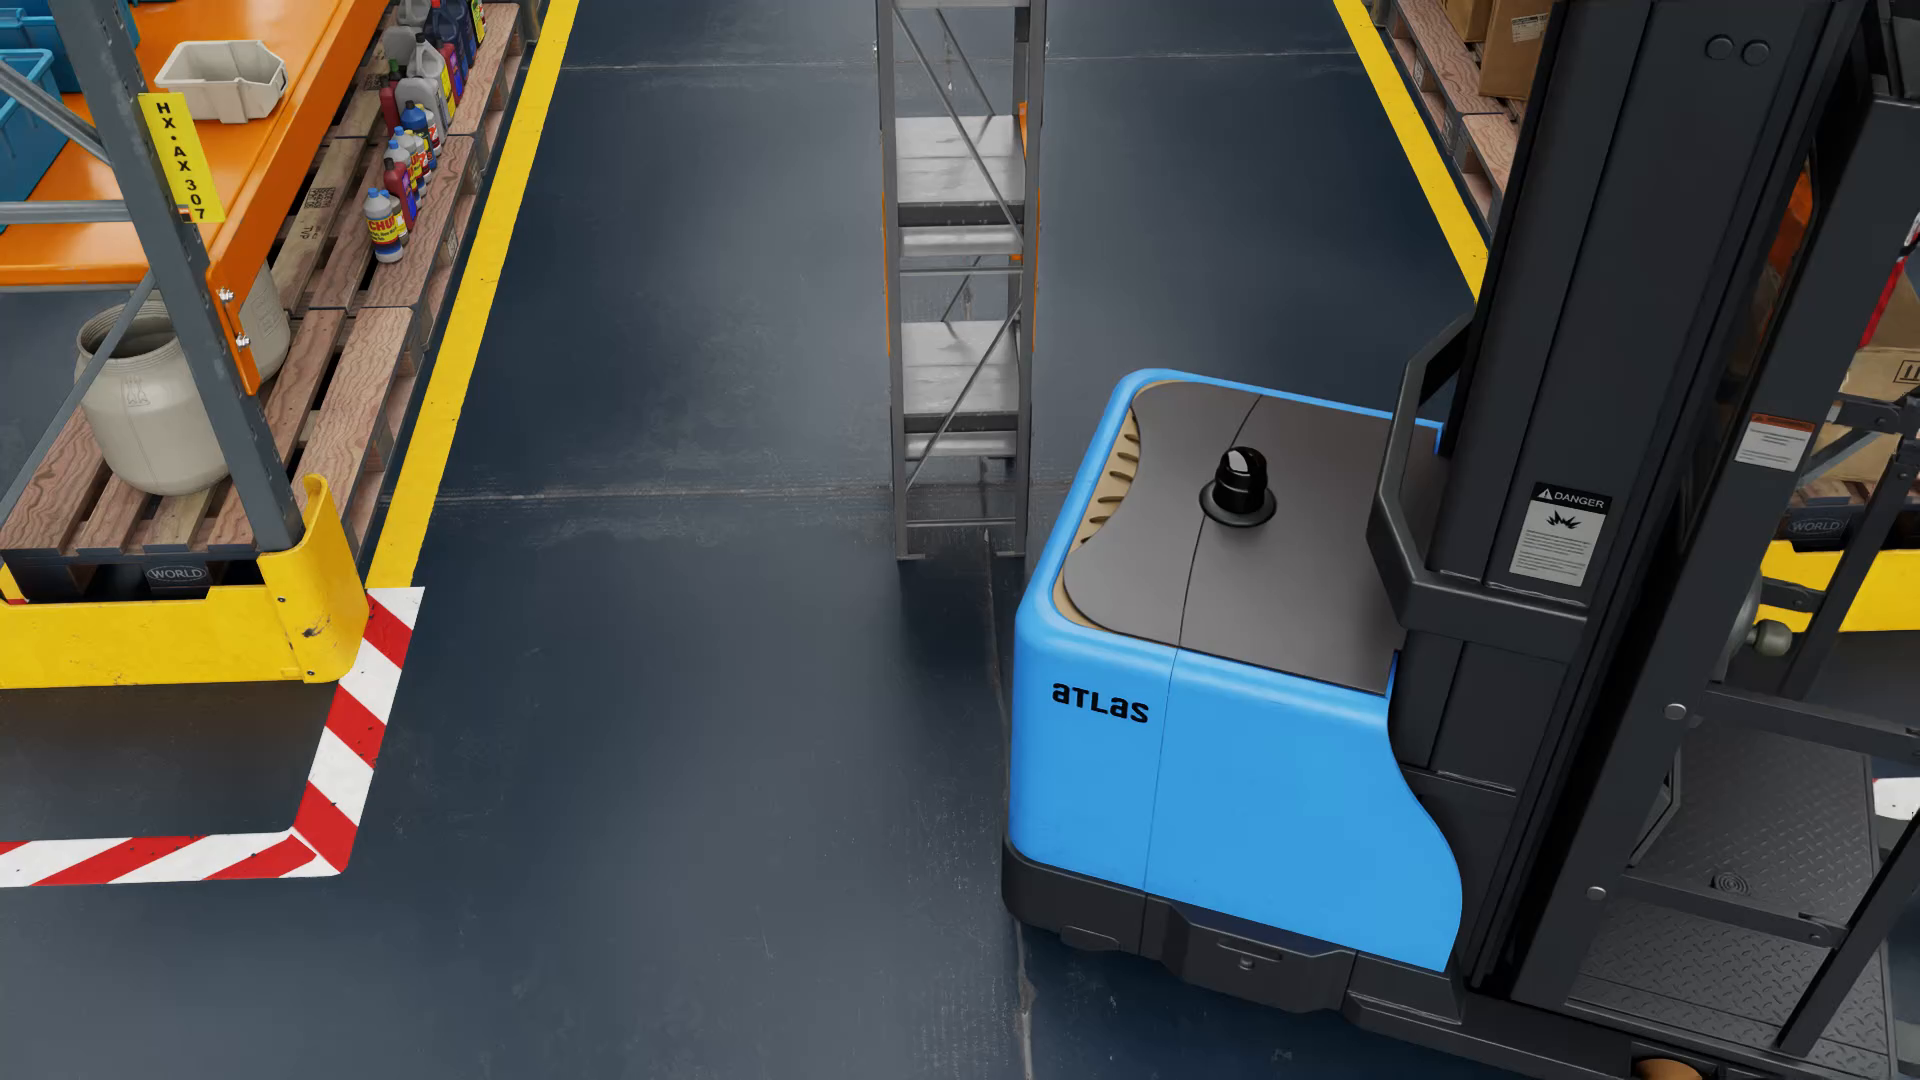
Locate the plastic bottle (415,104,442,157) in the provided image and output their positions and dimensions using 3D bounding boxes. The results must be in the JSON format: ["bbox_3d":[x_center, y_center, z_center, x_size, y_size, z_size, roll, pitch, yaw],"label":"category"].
[{"bbox_3d":[-2.106,-1.615,6.537,0.097,0.201,0.097,0,43,0],"label":"plastic bottle"}]

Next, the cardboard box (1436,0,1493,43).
[{"bbox_3d":[2.447,-2.551,7.353,0.500,0.500,0.500,-3,43,-3],"label":"cardboard box"}]

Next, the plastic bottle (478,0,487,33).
[{"bbox_3d":[-2.152,-2.342,7.330,0.097,0.201,0.097,0,43,0],"label":"plastic bottle"}]

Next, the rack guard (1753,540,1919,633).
[{"bbox_3d":[2.636,-0.019,4.900,1.175,0.500,0.348,-2,43,-2],"label":"rack guard"}]

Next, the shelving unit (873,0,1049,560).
[{"bbox_3d":[-0.007,-0.886,4.662,0.431,2.100,0.503,-2,43,-2],"label":"shelving unit"}]

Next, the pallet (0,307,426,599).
[{"bbox_3d":[-2.388,-0.317,5.440,1.003,0.211,1.213,-2,43,-2],"label":"pallet"}]

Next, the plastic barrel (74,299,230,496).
[{"bbox_3d":[-2.413,-0.426,5.026,0.421,0.512,0.421,0,43,0],"label":"plastic barrel"}]

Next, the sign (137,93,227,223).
[{"bbox_3d":[-1.759,-0.862,3.765,0.100,0.325,0.005,-2,43,-2],"label":"sign"}]

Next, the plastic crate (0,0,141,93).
[{"bbox_3d":[-2.651,-1.460,4.733,0.499,0.251,0.408,-2,43,-2],"label":"plastic crate"}]

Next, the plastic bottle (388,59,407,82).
[{"bbox_3d":[-2.243,-1.813,6.693,0.061,0.283,0.133,-2,43,-2],"label":"plastic bottle"}]

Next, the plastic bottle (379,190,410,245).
[{"bbox_3d":[-2.079,-1.180,6.063,0.097,0.201,0.097,0,43,0],"label":"plastic bottle"}]

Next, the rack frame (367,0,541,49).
[{"bbox_3d":[-2.479,-3.447,6.791,1.000,3.000,0.127,-2,43,-2],"label":"rack frame"}]

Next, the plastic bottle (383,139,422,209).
[{"bbox_3d":[-2.089,-1.367,6.215,0.097,0.271,0.097,0,43,0],"label":"plastic bottle"}]

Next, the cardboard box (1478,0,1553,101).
[{"bbox_3d":[2.479,-2.165,6.931,0.500,0.500,0.500,11,44,12],"label":"cardboard box"}]

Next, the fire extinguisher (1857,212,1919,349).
[{"bbox_3d":[2.184,-0.770,3.927,0.296,0.674,0.183,-2,43,-2],"label":"fire extinguisher"}]

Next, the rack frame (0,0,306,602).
[{"bbox_3d":[-2.309,-0.747,3.845,1.000,3.000,0.127,-2,43,-2],"label":"rack frame"}]

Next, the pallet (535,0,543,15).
[{"bbox_3d":[-2.551,-2.948,8.310,1.003,0.211,1.213,-2,43,-2],"label":"pallet"}]

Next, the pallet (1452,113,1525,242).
[{"bbox_3d":[2.588,-1.283,6.494,1.003,0.211,1.213,-2,43,-2],"label":"pallet"}]

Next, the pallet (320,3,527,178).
[{"bbox_3d":[-2.492,-1.964,7.237,1.003,0.211,1.213,-2,43,-2],"label":"pallet"}]

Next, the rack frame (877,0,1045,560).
[{"bbox_3d":[0.003,-0.721,4.483,0.400,2.100,0.015,-2,43,-2],"label":"rack frame"}]

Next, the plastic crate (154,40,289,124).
[{"bbox_3d":[-2.025,-1.263,4.603,0.298,0.136,0.250,-2,43,-2],"label":"plastic crate"}]

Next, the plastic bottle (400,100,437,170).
[{"bbox_3d":[-2.102,-1.572,6.438,0.097,0.271,0.097,0,43,0],"label":"plastic bottle"}]

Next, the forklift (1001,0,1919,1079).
[{"bbox_3d":[1.677,-0.110,3.200,3.031,2.935,1.130,13,44,14],"label":"forklift"}]

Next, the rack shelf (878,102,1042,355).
[{"bbox_3d":[-0.007,-0.876,4.672,0.431,0.518,0.480,-2,43,-2],"label":"rack shelf"}]

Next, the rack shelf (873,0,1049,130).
[{"bbox_3d":[-0.007,-1.392,4.199,0.431,0.518,0.480,-2,43,-2],"label":"rack shelf"}]

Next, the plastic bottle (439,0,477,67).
[{"bbox_3d":[-2.163,-2.206,7.072,0.144,0.351,0.185,-3,43,-3],"label":"plastic bottle"}]

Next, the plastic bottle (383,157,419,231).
[{"bbox_3d":[-2.066,-1.294,6.126,0.061,0.283,0.133,-1,43,-1],"label":"plastic bottle"}]

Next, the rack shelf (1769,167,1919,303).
[{"bbox_3d":[2.555,-1.974,5.716,1.077,0.370,4.000,-2,43,-2],"label":"rack shelf"}]

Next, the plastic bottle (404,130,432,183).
[{"bbox_3d":[-2.098,-1.476,6.386,0.097,0.201,0.097,0,43,0],"label":"plastic bottle"}]

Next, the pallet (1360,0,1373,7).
[{"bbox_3d":[2.435,-3.087,8.461,1.003,0.211,1.213,-2,43,-2],"label":"pallet"}]

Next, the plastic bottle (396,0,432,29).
[{"bbox_3d":[-2.307,-2.202,7.067,0.144,0.351,0.185,-2,43,-2],"label":"plastic bottle"}]

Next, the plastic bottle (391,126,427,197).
[{"bbox_3d":[-2.093,-1.435,6.289,0.097,0.271,0.097,0,43,0],"label":"plastic bottle"}]

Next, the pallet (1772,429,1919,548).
[{"bbox_3d":[2.637,-0.462,5.597,1.003,0.211,1.213,-2,43,-2],"label":"pallet"}]

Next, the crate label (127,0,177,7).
[{"bbox_3d":[-2.657,-1.994,5.180,0.502,0.435,0.616,-2,43,-2],"label":"crate label"}]

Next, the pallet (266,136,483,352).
[{"bbox_3d":[-2.437,-1.139,6.336,1.003,0.211,1.213,-2,43,-2],"label":"pallet"}]

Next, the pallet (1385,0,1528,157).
[{"bbox_3d":[2.534,-2.109,7.394,1.003,0.211,1.213,-2,43,-2],"label":"pallet"}]

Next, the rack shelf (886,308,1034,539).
[{"bbox_3d":[-0.007,-0.360,5.145,0.431,0.518,0.480,-2,43,-2],"label":"rack shelf"}]

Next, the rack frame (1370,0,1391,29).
[{"bbox_3d":[2.470,-3.589,6.946,1.000,3.000,0.127,-2,43,-2],"label":"rack frame"}]

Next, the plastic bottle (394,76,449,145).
[{"bbox_3d":[-2.139,-1.721,6.598,0.152,0.276,0.135,-1,43,-1],"label":"plastic bottle"}]

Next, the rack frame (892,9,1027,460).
[{"bbox_3d":[-0.017,-1.051,4.842,0.400,2.100,0.015,-2,43,-2],"label":"rack frame"}]

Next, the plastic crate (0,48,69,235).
[{"bbox_3d":[-2.629,-1.021,4.254,0.499,0.251,0.616,-2,43,-2],"label":"plastic crate"}]

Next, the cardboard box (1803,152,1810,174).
[{"bbox_3d":[2.421,-0.983,4.288,0.380,0.149,0.250,-2,43,-2],"label":"cardboard box"}]

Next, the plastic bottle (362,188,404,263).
[{"bbox_3d":[-2.075,-1.136,5.963,0.097,0.271,0.097,0,43,0],"label":"plastic bottle"}]

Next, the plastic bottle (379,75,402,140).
[{"bbox_3d":[-2.245,-1.721,6.592,0.061,0.283,0.133,-2,43,-2],"label":"plastic bottle"}]

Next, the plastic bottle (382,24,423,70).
[{"bbox_3d":[-2.302,-2.028,6.933,0.152,0.276,0.135,-2,43,-2],"label":"plastic bottle"}]

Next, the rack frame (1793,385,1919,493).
[{"bbox_3d":[2.640,-0.889,4.000,1.000,3.000,0.127,-2,43,-2],"label":"rack frame"}]

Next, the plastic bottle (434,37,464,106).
[{"bbox_3d":[-2.107,-1.943,6.835,0.061,0.283,0.133,1,43,1],"label":"plastic bottle"}]

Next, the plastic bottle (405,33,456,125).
[{"bbox_3d":[-2.142,-1.859,6.693,0.144,0.351,0.185,-2,43,-2],"label":"plastic bottle"}]

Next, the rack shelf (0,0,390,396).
[{"bbox_3d":[-2.394,-1.832,5.561,1.077,0.370,4.000,-2,43,-2],"label":"rack shelf"}]

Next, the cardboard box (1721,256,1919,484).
[{"bbox_3d":[2.630,-0.544,5.163,0.500,0.500,0.500,6,43,6],"label":"cardboard box"}]

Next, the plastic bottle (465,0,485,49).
[{"bbox_3d":[-2.129,-2.293,7.216,0.061,0.283,0.133,0,43,0],"label":"plastic bottle"}]

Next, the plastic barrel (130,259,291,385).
[{"bbox_3d":[-2.434,-0.765,5.395,0.421,0.512,0.421,0,43,0],"label":"plastic barrel"}]

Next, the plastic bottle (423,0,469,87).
[{"bbox_3d":[-2.155,-2.077,6.930,0.144,0.351,0.185,-4,43,-4],"label":"plastic bottle"}]

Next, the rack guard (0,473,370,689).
[{"bbox_3d":[-2.359,0.125,4.744,1.175,0.500,0.348,-2,43,-2],"label":"rack guard"}]
